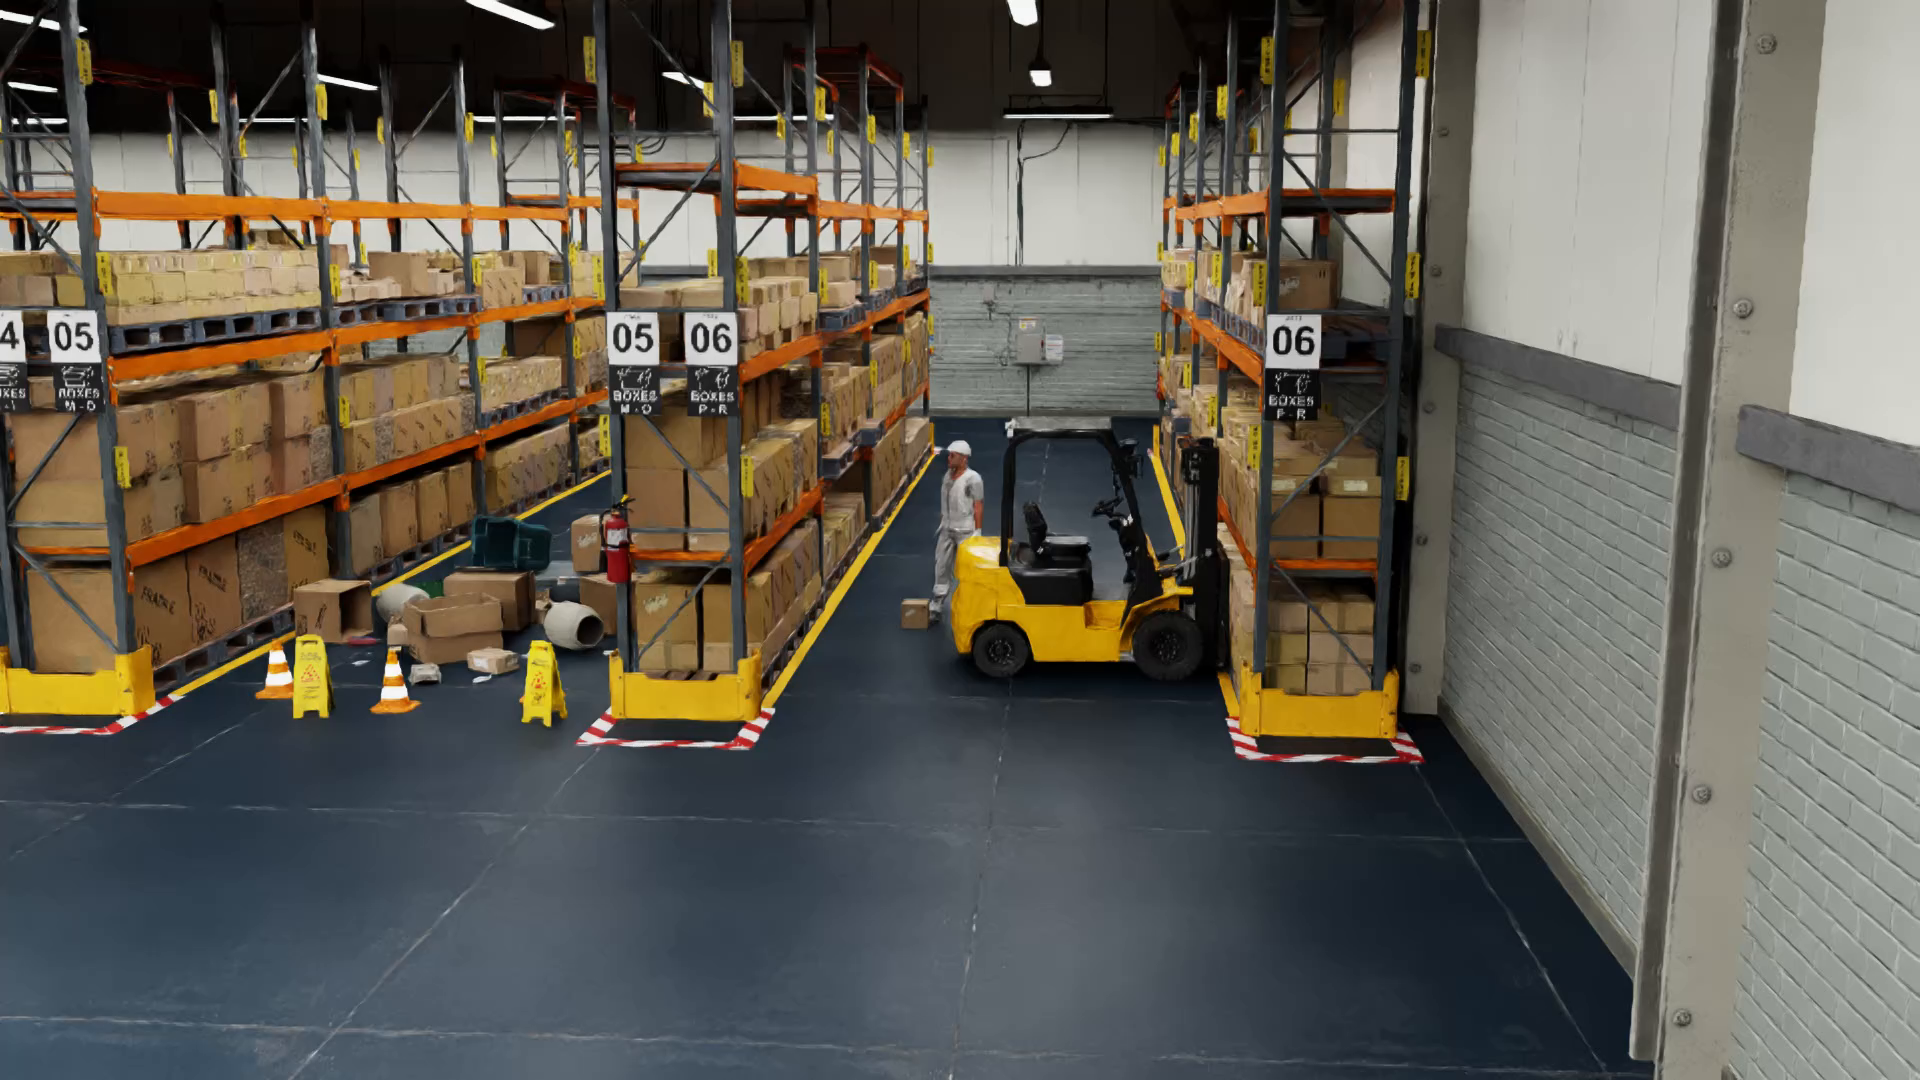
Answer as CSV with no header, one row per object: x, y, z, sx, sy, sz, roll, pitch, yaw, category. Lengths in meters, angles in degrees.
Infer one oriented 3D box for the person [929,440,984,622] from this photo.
-0.081,-0.077,16.205,0.564,1.794,0.547,-10,15,-43,person
